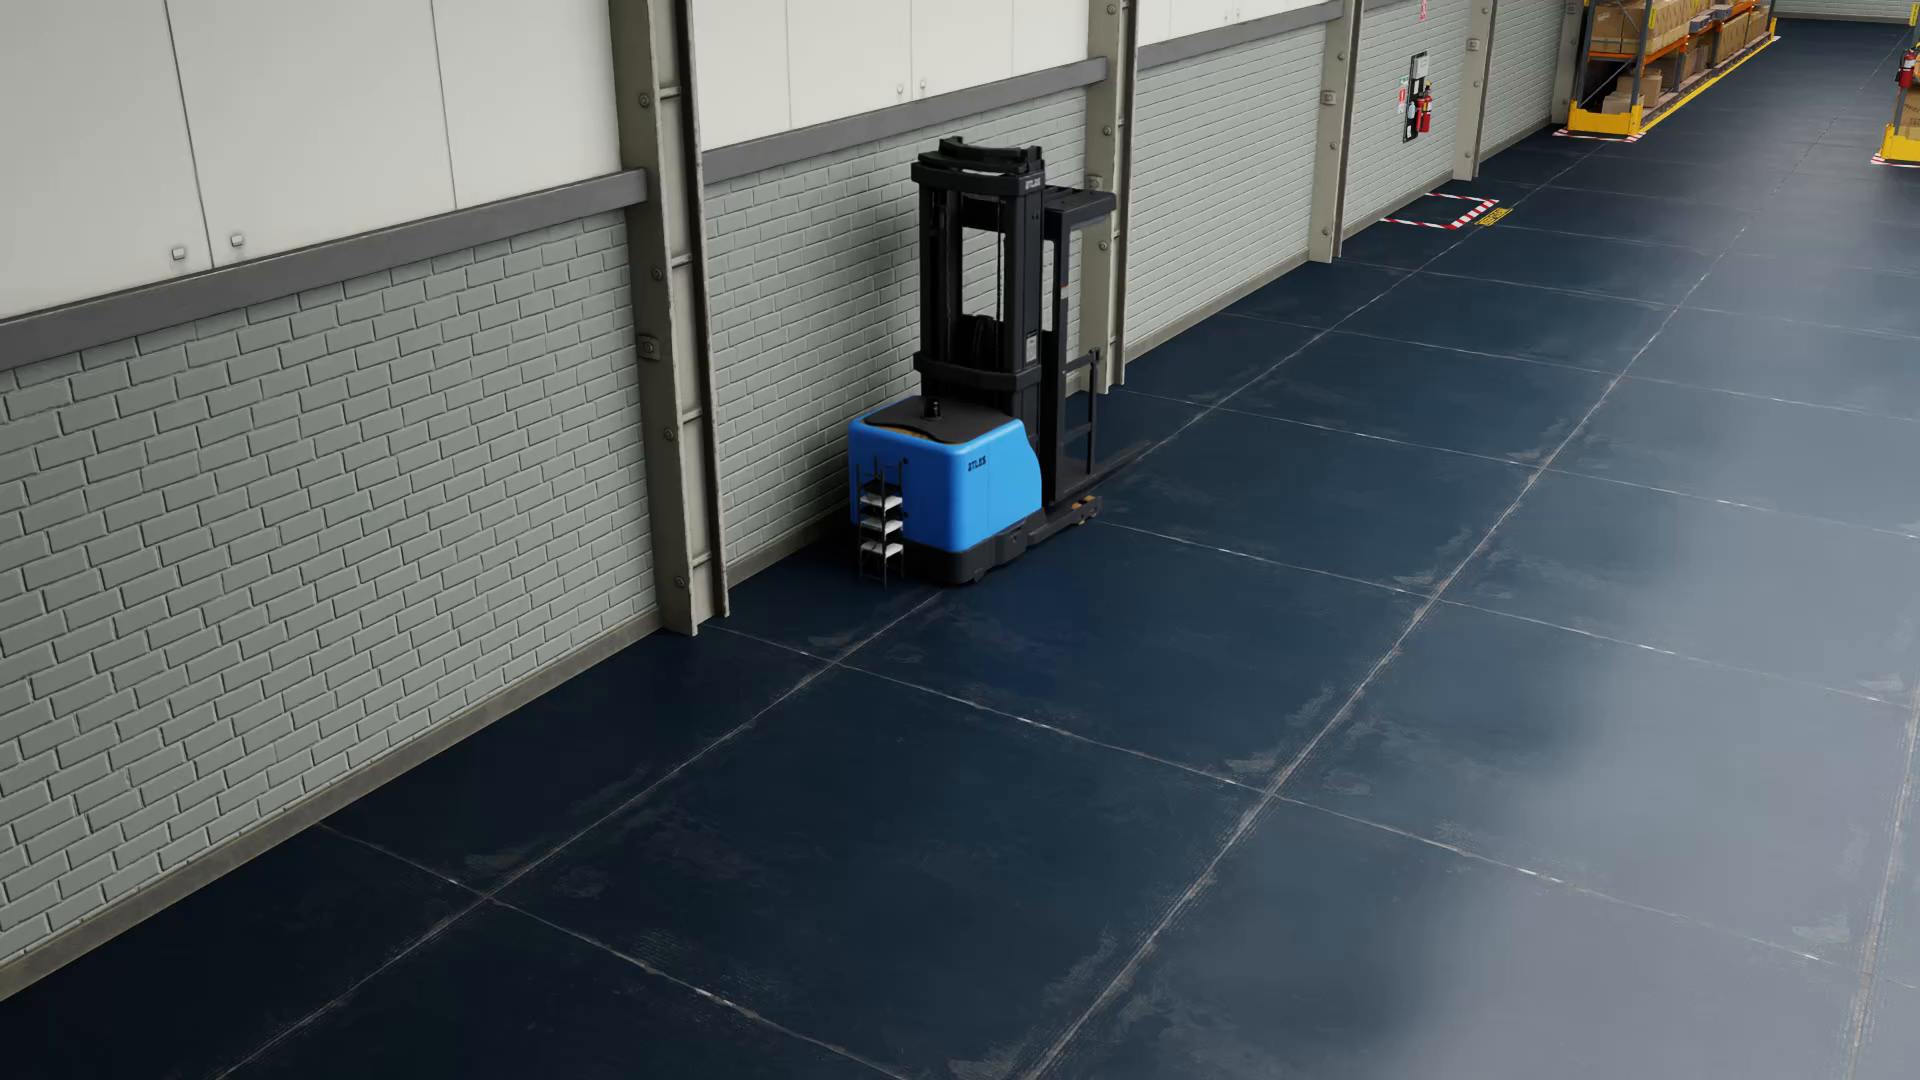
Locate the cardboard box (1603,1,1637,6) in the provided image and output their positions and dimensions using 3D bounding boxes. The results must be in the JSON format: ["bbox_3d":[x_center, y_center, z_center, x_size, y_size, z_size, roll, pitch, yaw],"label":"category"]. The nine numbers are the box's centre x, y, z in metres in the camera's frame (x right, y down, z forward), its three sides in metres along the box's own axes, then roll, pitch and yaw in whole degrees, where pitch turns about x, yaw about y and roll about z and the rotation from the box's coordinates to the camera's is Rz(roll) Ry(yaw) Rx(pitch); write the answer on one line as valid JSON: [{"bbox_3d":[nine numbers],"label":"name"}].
[{"bbox_3d":[11.556,-9.170,29.212,0.500,0.500,0.500,14,27,30],"label":"cardboard box"}]

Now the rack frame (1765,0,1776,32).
[{"bbox_3d":[19.654,-13.914,40.952,1.000,3.000,0.127,14,27,29],"label":"rack frame"}]

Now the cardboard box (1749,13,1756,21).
[{"bbox_3d":[18.362,-12.216,38.829,0.380,0.149,0.250,15,28,31],"label":"cardboard box"}]

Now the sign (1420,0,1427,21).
[{"bbox_3d":[6.259,-7.162,22.437,0.001,0.298,0.199,14,27,29],"label":"sign"}]

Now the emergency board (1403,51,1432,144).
[{"bbox_3d":[6.348,-6.081,22.856,0.194,1.169,0.643,14,27,29],"label":"emergency board"}]

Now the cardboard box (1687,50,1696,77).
[{"bbox_3d":[14.490,-9.692,33.791,0.700,0.500,0.500,14,27,29],"label":"cardboard box"}]

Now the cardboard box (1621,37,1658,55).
[{"bbox_3d":[11.742,-8.553,28.730,0.500,0.250,0.500,13,27,27],"label":"cardboard box"}]

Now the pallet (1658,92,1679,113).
[{"bbox_3d":[13.000,-8.350,31.609,1.003,0.211,1.213,14,27,29],"label":"pallet"}]

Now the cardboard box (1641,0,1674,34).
[{"bbox_3d":[12.269,-9.235,29.361,0.500,0.500,0.500,13,27,27],"label":"cardboard box"}]

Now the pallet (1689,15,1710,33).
[{"bbox_3d":[13.851,-10.004,32.159,1.003,0.211,1.213,14,27,29],"label":"pallet"}]

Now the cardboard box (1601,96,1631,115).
[{"bbox_3d":[11.656,-7.697,29.420,0.500,0.311,0.500,11,26,23],"label":"cardboard box"}]

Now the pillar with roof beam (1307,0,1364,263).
[{"bbox_3d":[8.176,-6.732,16.810,9.100,9.000,0.400,14,27,29],"label":"pillar with roof beam"}]

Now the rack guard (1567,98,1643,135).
[{"bbox_3d":[11.254,-7.393,29.033,1.175,0.500,0.348,14,27,29],"label":"rack guard"}]

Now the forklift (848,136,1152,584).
[{"bbox_3d":[0.455,-1.563,12.507,1.130,2.935,3.031,16,28,32],"label":"forklift"}]

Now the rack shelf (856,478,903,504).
[{"bbox_3d":[-0.563,-0.343,11.650,0.258,0.077,0.200,16,28,32],"label":"rack shelf"}]

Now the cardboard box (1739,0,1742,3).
[{"bbox_3d":[17.044,-11.947,36.697,0.380,0.149,0.250,14,27,29],"label":"cardboard box"}]

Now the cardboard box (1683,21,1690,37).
[{"bbox_3d":[13.332,-9.581,31.106,0.500,0.250,0.500,14,27,29],"label":"cardboard box"}]

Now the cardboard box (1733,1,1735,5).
[{"bbox_3d":[16.605,-11.691,36.106,0.380,0.149,0.250,14,27,29],"label":"cardboard box"}]

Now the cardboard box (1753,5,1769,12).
[{"bbox_3d":[19.457,-12.919,40.453,0.380,0.149,0.250,14,27,28],"label":"cardboard box"}]

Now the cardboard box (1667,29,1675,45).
[{"bbox_3d":[12.546,-9.072,29.929,0.500,0.250,0.500,14,27,29],"label":"cardboard box"}]

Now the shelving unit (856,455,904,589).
[{"bbox_3d":[-0.563,-0.126,11.744,0.258,0.900,0.210,16,28,32],"label":"shelving unit"}]

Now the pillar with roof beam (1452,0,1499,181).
[{"bbox_3d":[11.341,-8.758,21.488,9.100,9.000,0.400,14,27,29],"label":"pillar with roof beam"}]

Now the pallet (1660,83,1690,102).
[{"bbox_3d":[13.734,-8.848,32.758,1.003,0.211,1.213,14,27,29],"label":"pallet"}]

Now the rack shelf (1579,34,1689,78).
[{"bbox_3d":[12.269,-8.859,30.180,1.077,0.370,4.000,14,27,29],"label":"rack shelf"}]

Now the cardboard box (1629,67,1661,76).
[{"bbox_3d":[12.811,-8.560,31.177,0.500,0.500,0.500,12,26,25],"label":"cardboard box"}]

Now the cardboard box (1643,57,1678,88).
[{"bbox_3d":[13.699,-9.171,32.587,0.700,0.500,0.500,15,28,31],"label":"cardboard box"}]

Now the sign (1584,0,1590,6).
[{"bbox_3d":[10.753,-9.314,28.469,0.100,0.325,0.005,14,27,29],"label":"sign"}]

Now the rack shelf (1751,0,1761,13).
[{"bbox_3d":[18.599,-12.909,39.535,1.077,0.370,4.000,14,27,29],"label":"rack shelf"}]

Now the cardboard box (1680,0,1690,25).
[{"bbox_3d":[13.079,-9.755,30.563,0.500,0.500,0.500,14,27,29],"label":"cardboard box"}]

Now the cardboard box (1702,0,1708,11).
[{"bbox_3d":[14.557,-10.876,33.254,0.700,0.500,0.500,14,27,29],"label":"cardboard box"}]

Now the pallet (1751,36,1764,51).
[{"bbox_3d":[18.655,-11.938,39.897,1.003,0.211,1.213,14,27,29],"label":"pallet"}]

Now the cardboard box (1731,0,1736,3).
[{"bbox_3d":[16.192,-11.691,35.290,0.500,0.500,0.500,15,28,31],"label":"cardboard box"}]

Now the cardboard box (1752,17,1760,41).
[{"bbox_3d":[18.566,-12.182,39.569,0.700,0.500,0.500,15,27,30],"label":"cardboard box"}]

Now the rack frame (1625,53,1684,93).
[{"bbox_3d":[13.324,-9.864,31.596,1.000,3.000,0.127,14,27,29],"label":"rack frame"}]

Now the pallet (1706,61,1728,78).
[{"bbox_3d":[15.914,-10.185,35.847,1.003,0.211,1.213,14,27,29],"label":"pallet"}]

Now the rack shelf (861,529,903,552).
[{"bbox_3d":[-0.563,-0.013,11.793,0.258,0.077,0.200,16,28,32],"label":"rack shelf"}]

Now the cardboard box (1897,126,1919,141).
[{"bbox_3d":[15.457,-6.651,27.106,0.500,0.250,0.500,14,27,29],"label":"cardboard box"}]

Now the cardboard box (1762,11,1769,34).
[{"bbox_3d":[19.370,-12.703,40.771,0.700,0.500,0.500,14,27,29],"label":"cardboard box"}]

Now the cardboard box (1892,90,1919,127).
[{"bbox_3d":[15.455,-6.996,26.958,0.500,0.500,0.500,14,27,29],"label":"cardboard box"}]

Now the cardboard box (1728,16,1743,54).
[{"bbox_3d":[16.846,-11.223,36.913,0.750,0.750,0.750,15,27,31],"label":"cardboard box"}]
